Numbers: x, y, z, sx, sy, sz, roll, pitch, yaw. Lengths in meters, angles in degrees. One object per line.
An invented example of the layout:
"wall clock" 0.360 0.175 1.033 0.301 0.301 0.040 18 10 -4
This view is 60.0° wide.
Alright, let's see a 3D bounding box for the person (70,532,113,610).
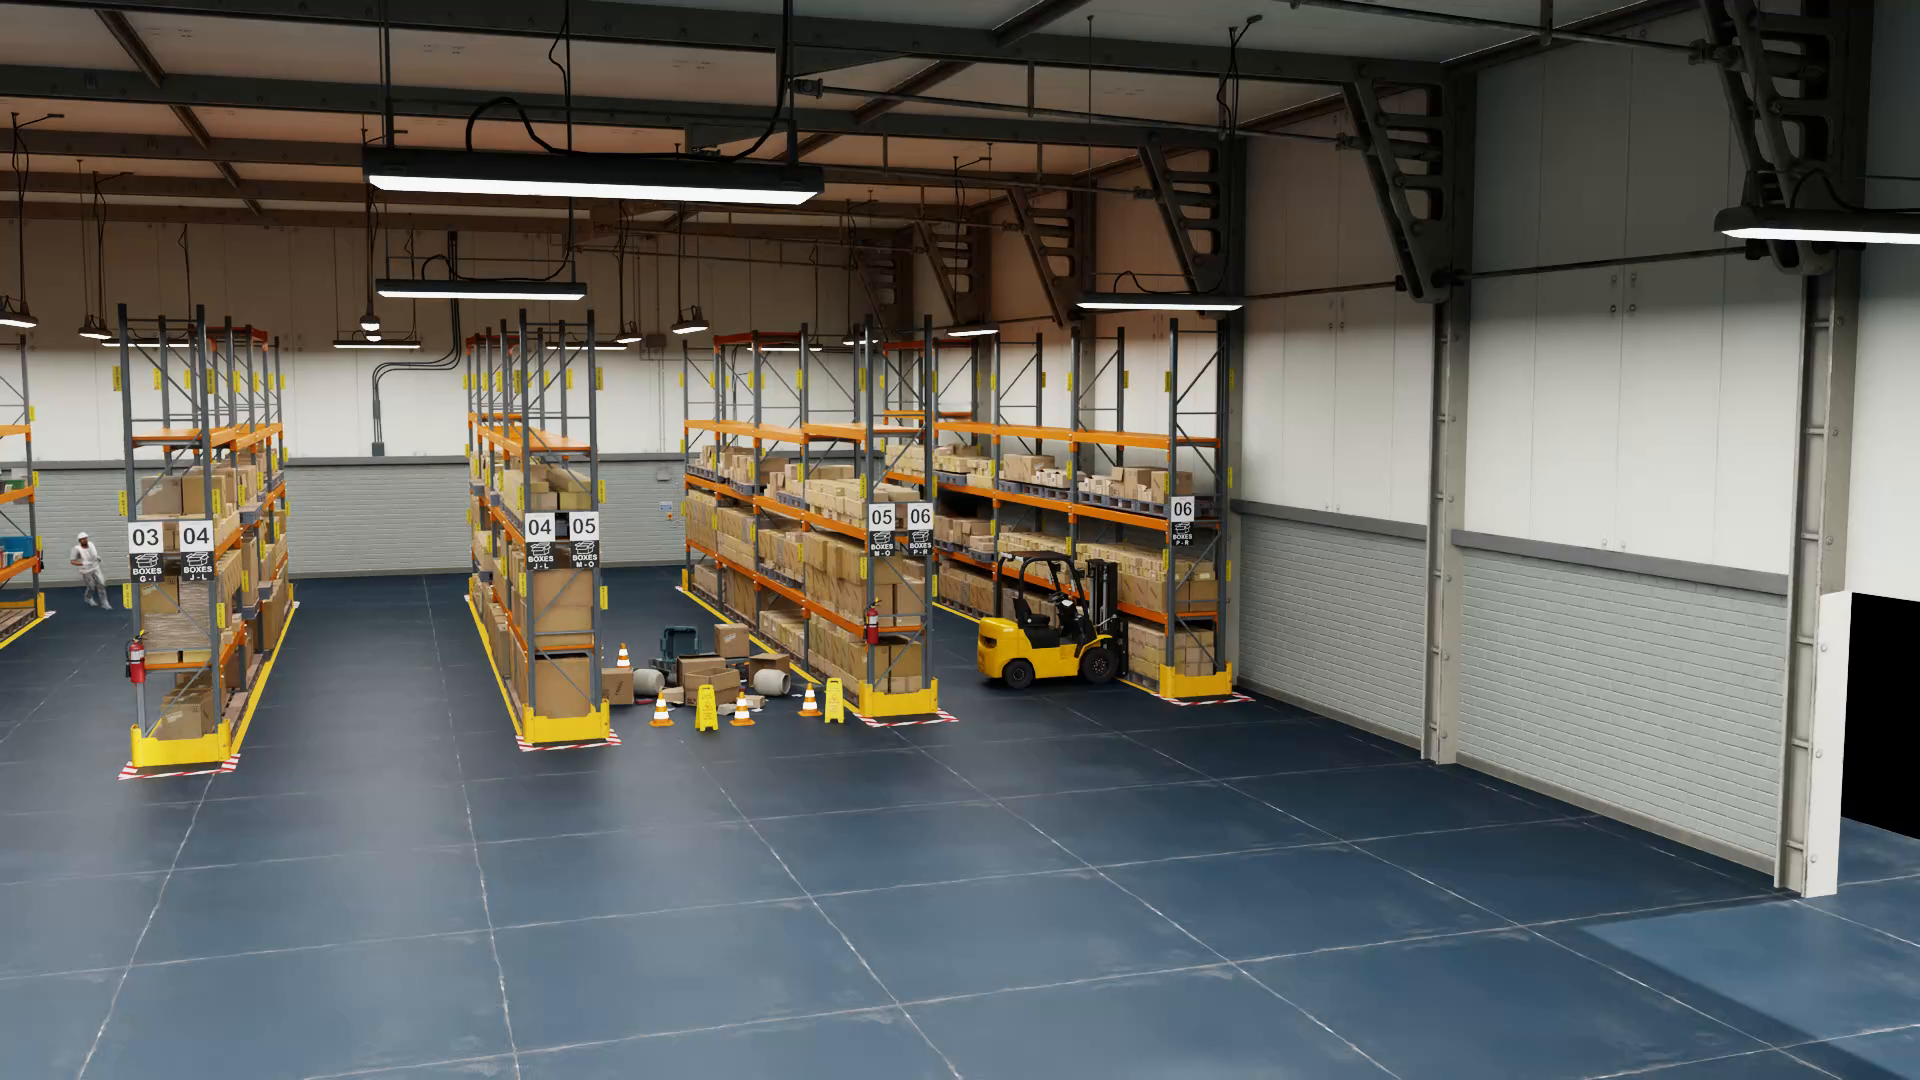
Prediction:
"person" -19.225 0.686 36.580 0.841 1.742 0.715 3 6 27
